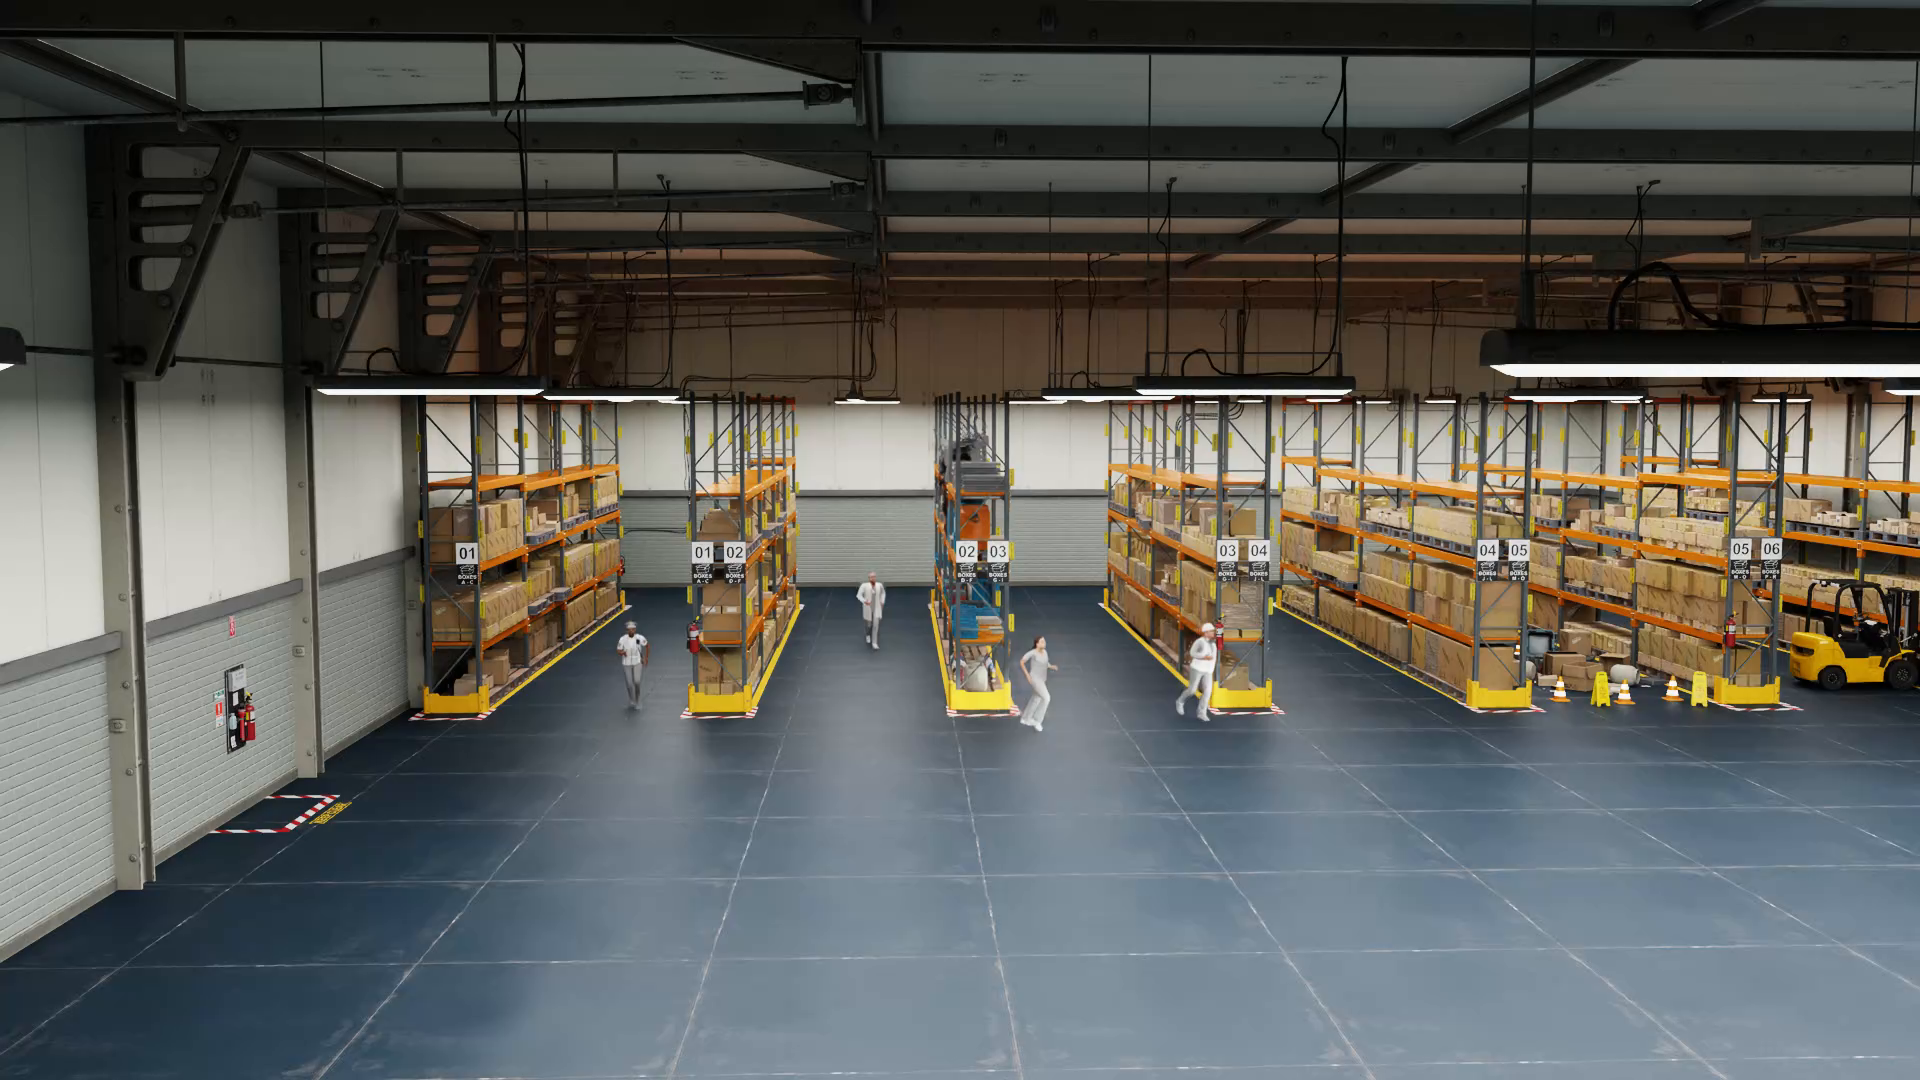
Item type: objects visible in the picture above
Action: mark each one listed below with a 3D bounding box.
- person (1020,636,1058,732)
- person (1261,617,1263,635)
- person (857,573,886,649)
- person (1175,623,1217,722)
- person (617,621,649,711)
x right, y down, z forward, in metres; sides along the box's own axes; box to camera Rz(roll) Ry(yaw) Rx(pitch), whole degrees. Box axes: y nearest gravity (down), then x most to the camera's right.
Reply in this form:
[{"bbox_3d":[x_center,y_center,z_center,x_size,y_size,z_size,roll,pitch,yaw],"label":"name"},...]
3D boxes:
[{"bbox_3d":[1.387,2.534,29.510,0.726,1.691,0.561,3,5,34],"label":"person"},{"bbox_3d":[7.537,1.587,41.816,0.490,1.625,0.711,-1,5,-9],"label":"person"},{"bbox_3d":[-2.111,1.664,39.697,0.702,1.779,0.959,-1,5,-10],"label":"person"},{"bbox_3d":[4.475,2.401,30.588,0.681,1.750,0.923,-3,5,-29],"label":"person"},{"bbox_3d":[-6.204,2.375,31.545,0.593,1.708,0.790,0,5,-5],"label":"person"}]
